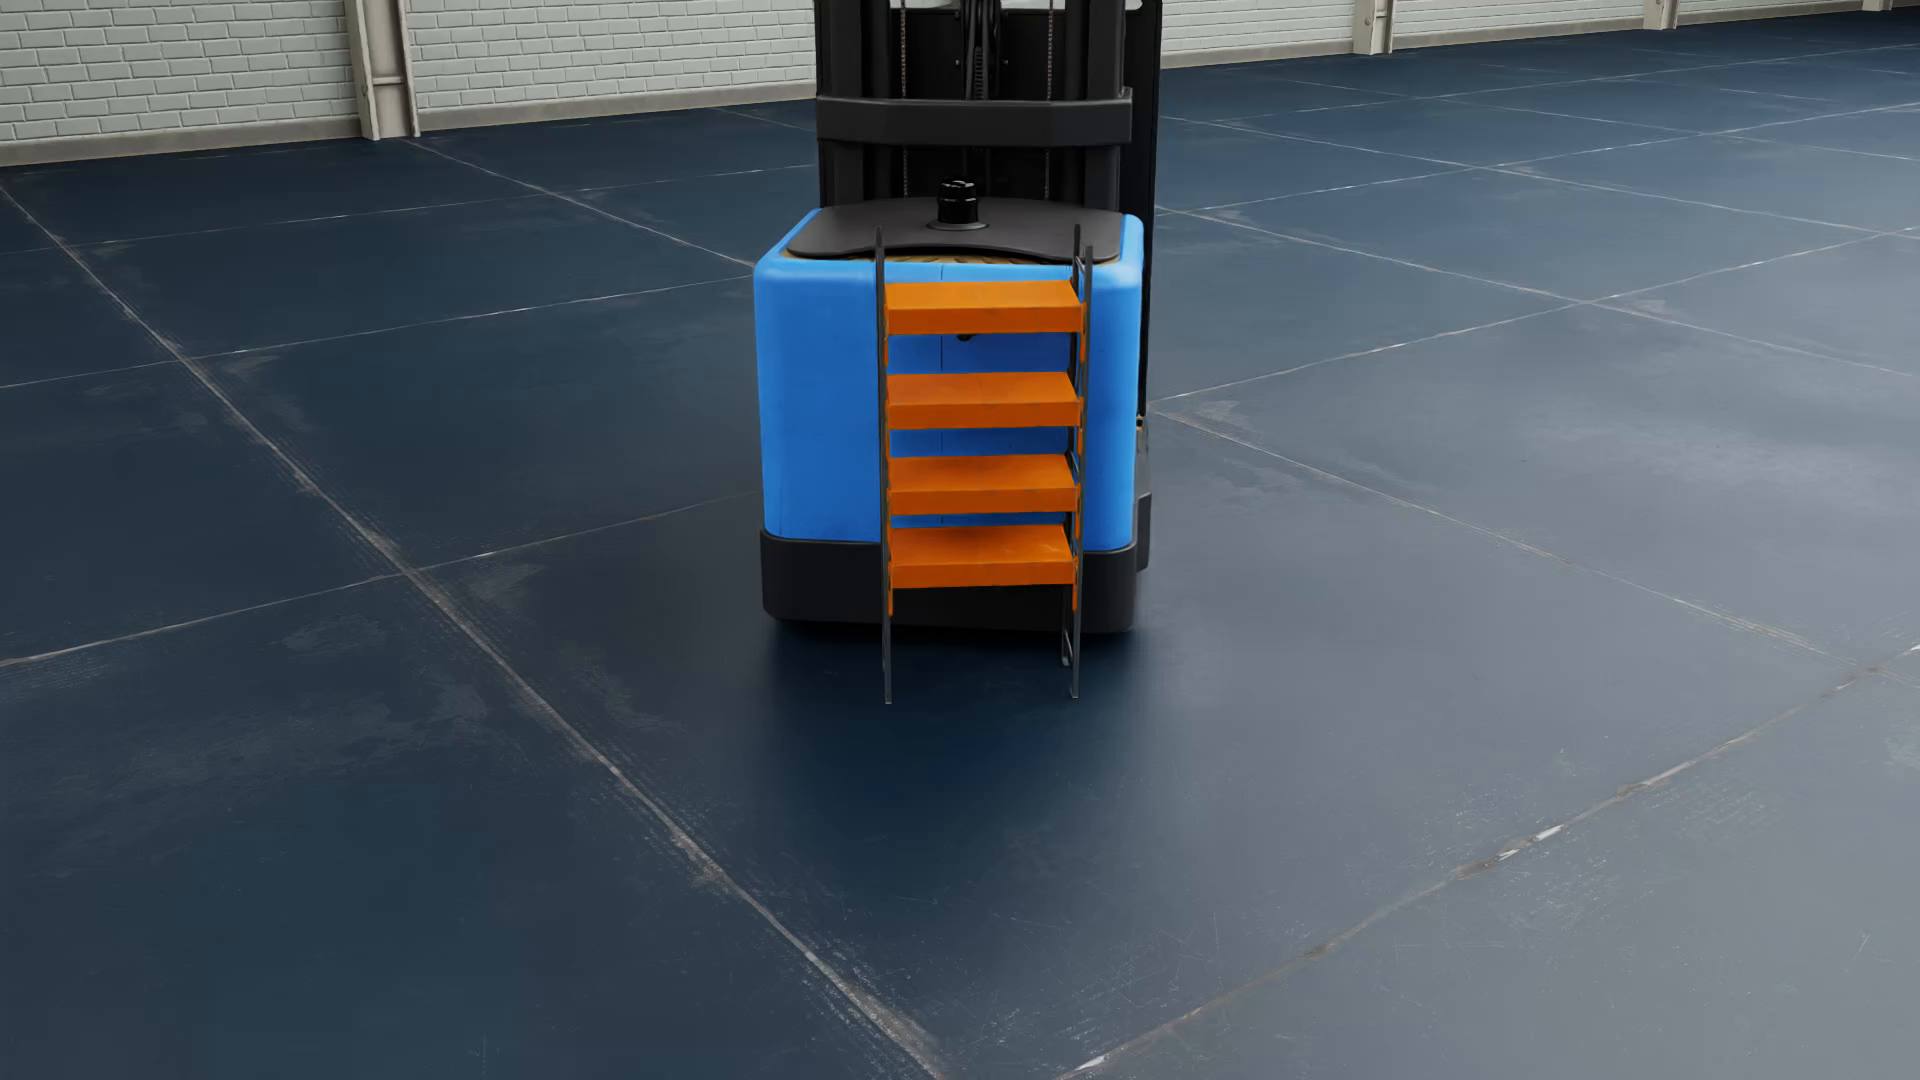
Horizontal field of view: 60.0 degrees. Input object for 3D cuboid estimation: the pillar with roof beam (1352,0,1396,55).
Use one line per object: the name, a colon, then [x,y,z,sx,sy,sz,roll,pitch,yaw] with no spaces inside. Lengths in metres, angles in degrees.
pillar with roof beam: [7.536,-8.833,15.389,0.400,9.000,9.100,-15,26,-33]

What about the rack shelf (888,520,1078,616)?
rack shelf: [0.051,0.070,4.311,0.480,0.148,0.258,-1,23,-4]

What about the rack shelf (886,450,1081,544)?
rack shelf: [0.051,-0.113,4.233,0.480,0.148,0.258,-1,23,-4]

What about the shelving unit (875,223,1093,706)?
shelving unit: [0.051,-0.175,4.207,0.503,1.200,0.258,-1,23,-4]

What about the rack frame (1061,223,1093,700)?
rack frame: [0.294,-0.181,4.222,0.015,1.200,0.240,-1,23,-4]

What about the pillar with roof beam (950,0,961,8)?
pillar with roof beam: [2.666,-7.534,12.135,0.400,9.000,9.100,-15,26,-33]

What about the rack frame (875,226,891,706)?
rack frame: [-0.193,-0.169,4.192,0.015,1.200,0.240,-1,23,-4]

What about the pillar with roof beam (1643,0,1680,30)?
pillar with roof beam: [12.406,-10.131,18.644,0.400,9.000,9.100,-15,26,-33]

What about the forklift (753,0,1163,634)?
forklift: [0.115,-1.611,5.479,1.130,2.935,3.031,2,22,6]

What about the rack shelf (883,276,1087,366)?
rack shelf: [0.051,-0.536,4.052,0.480,0.148,0.258,-1,23,-4]

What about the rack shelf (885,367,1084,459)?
rack shelf: [0.051,-0.319,4.145,0.480,0.148,0.258,-1,23,-4]

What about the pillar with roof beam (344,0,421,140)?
pillar with roof beam: [-2.205,-6.235,8.880,0.400,9.000,9.100,-15,26,-33]

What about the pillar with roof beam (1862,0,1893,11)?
pillar with roof beam: [17.277,-11.430,21.899,0.400,9.000,9.100,-15,26,-33]
